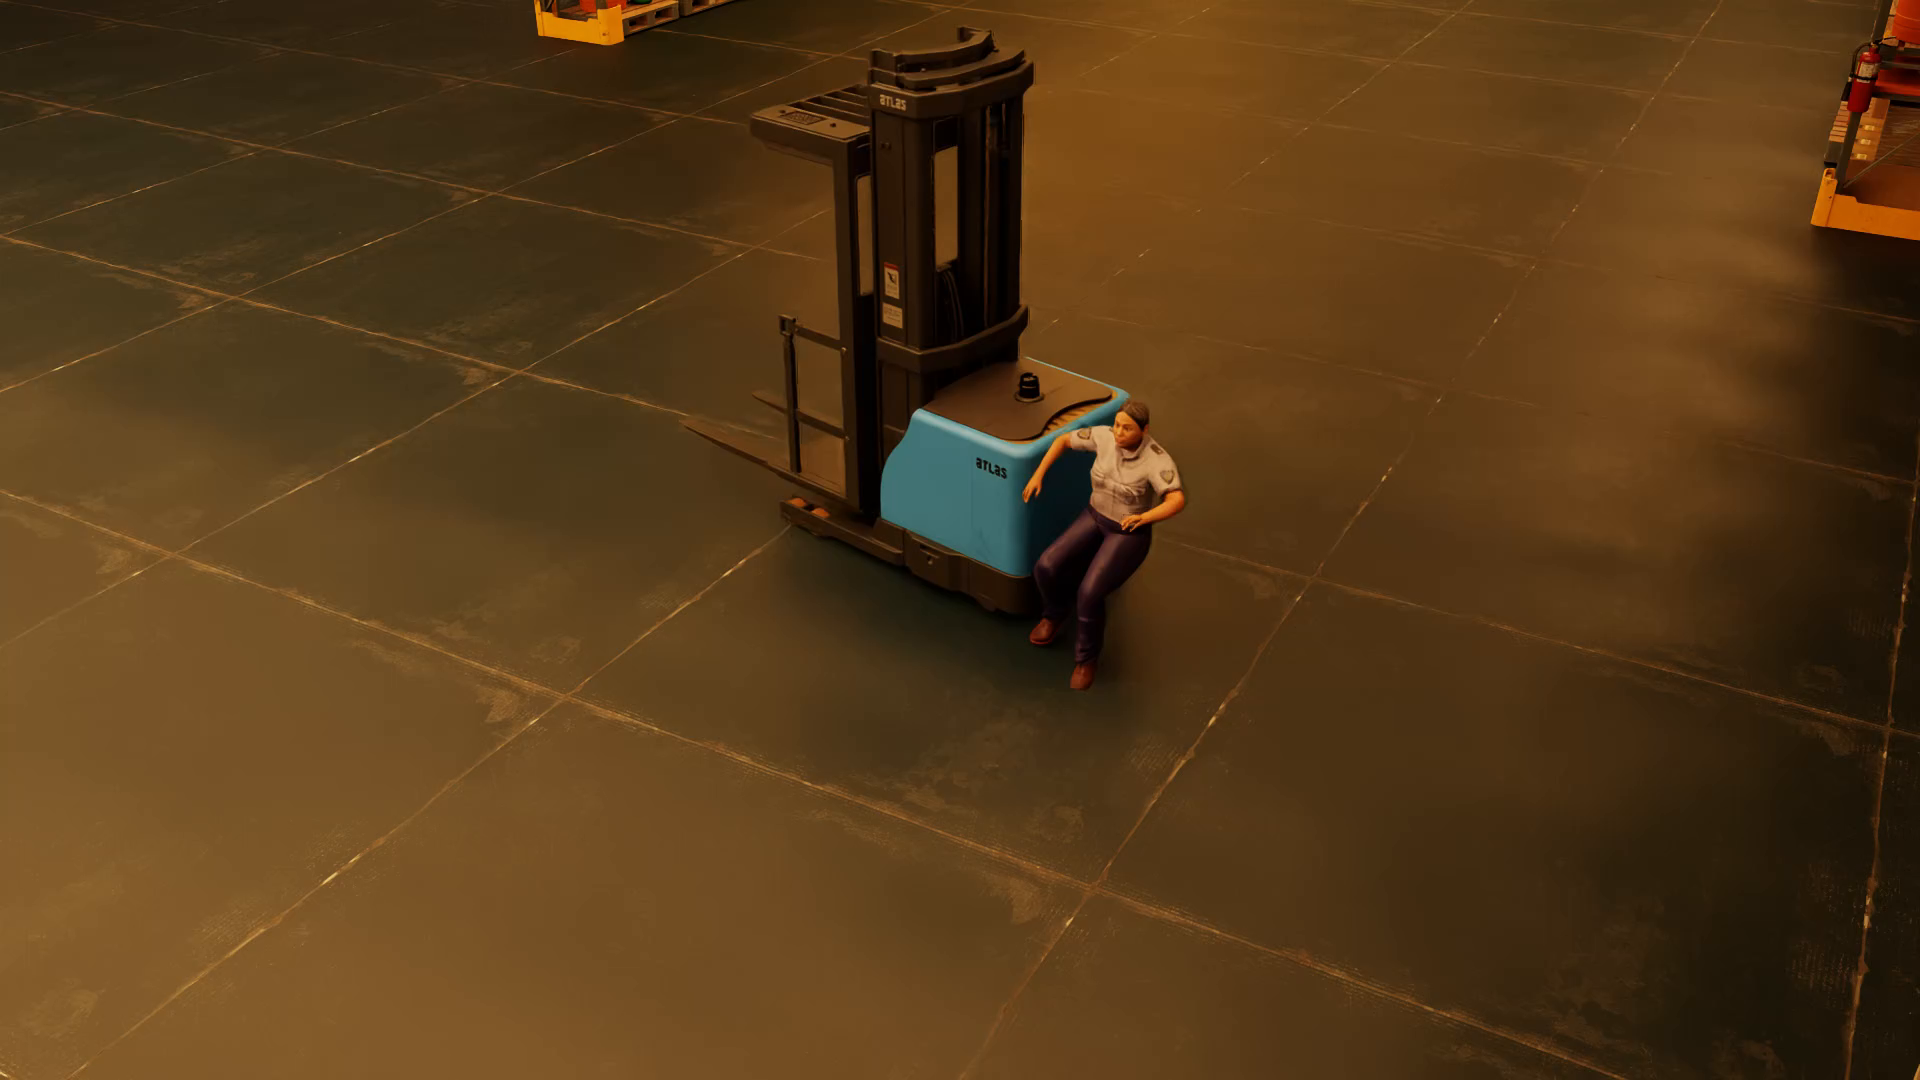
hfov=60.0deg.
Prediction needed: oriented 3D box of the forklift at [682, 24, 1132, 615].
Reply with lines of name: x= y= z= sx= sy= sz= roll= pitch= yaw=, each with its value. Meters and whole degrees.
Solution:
forklift: x=-0.462 y=-1.469 z=9.616 sx=3.031 sy=2.935 sz=1.130 roll=24 pitch=37 yaw=35

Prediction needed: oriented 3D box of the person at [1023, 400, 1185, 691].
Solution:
person: x=0.705 y=-0.005 z=8.639 sx=0.885 sy=1.432 sz=0.775 roll=19 pitch=35 yaw=29
